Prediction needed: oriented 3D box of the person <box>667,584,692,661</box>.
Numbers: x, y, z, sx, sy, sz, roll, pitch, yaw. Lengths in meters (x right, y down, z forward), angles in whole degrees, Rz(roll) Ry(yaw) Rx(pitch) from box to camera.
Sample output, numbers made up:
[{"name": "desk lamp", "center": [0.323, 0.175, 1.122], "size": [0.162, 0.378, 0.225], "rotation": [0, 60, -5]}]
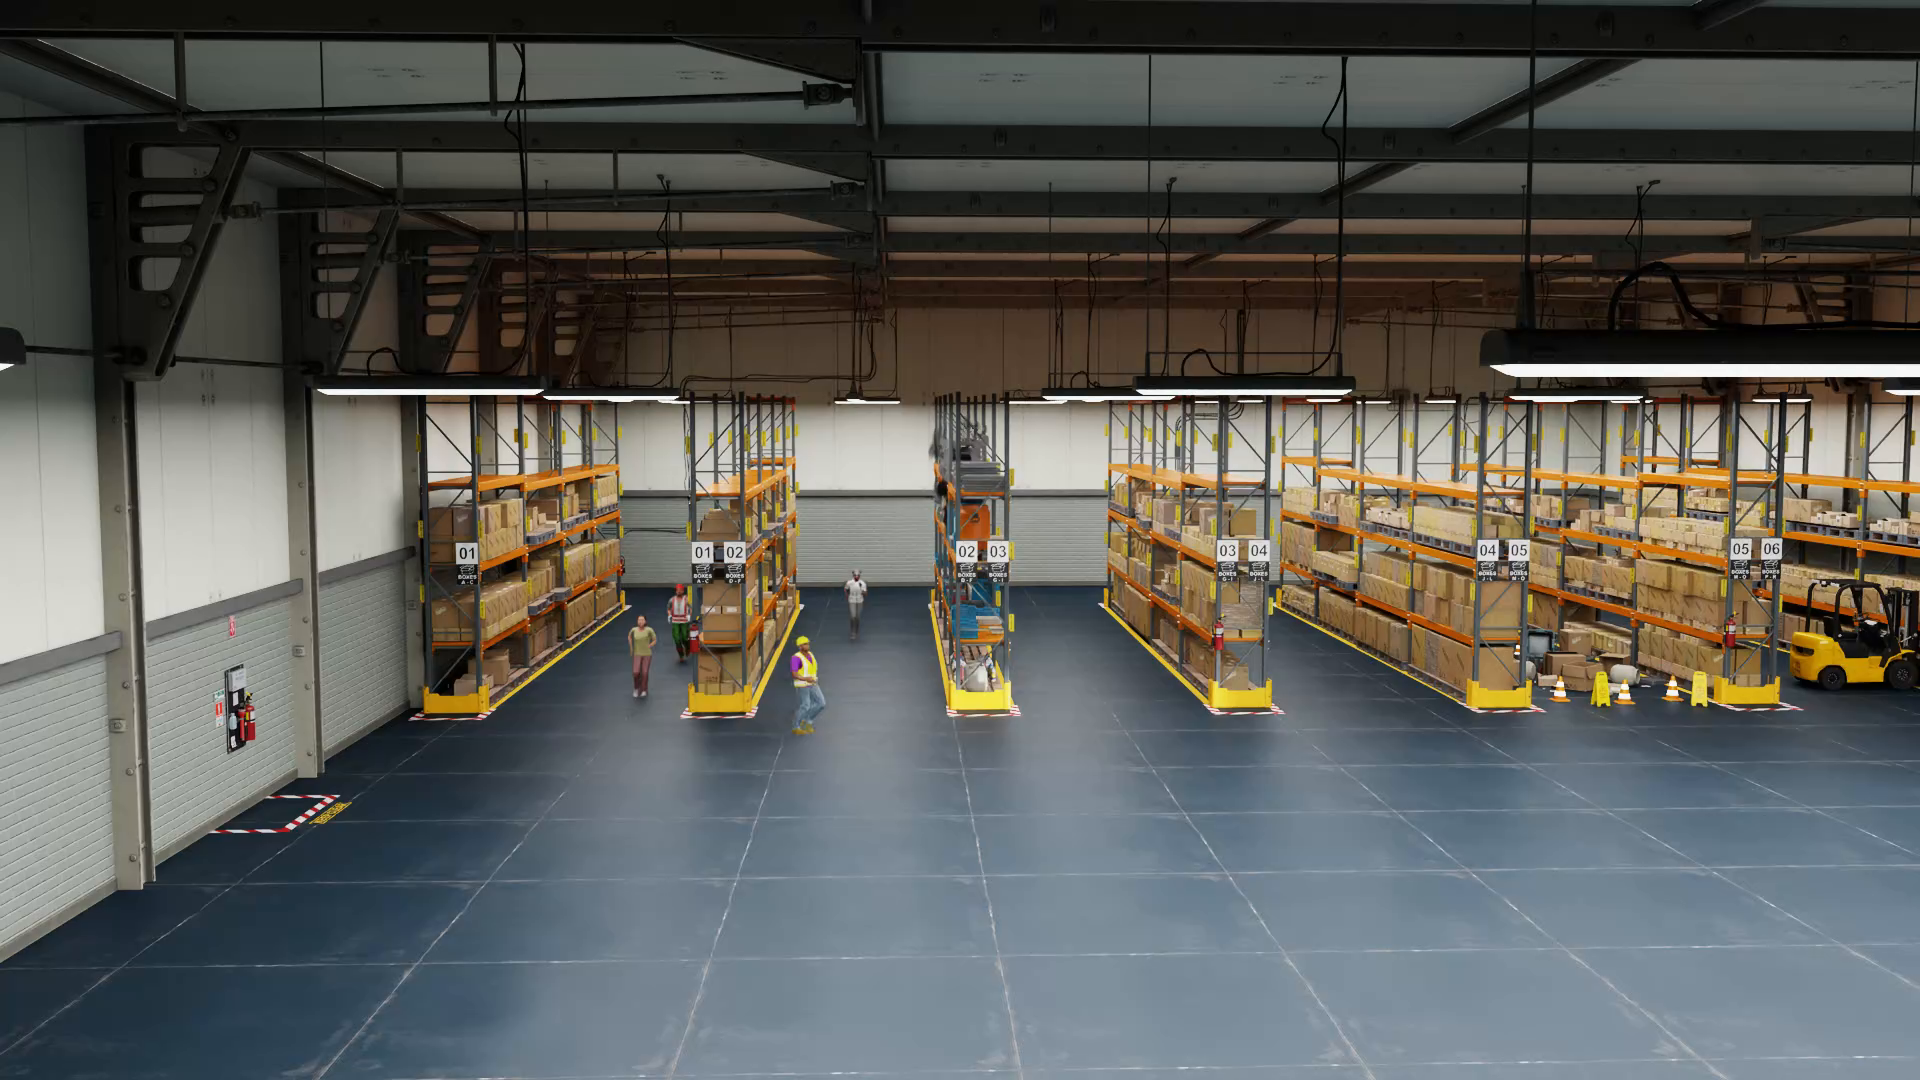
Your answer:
[{"name": "person", "center": [-6.282, 1.857, 37.384], "size": [0.636, 1.741, 0.586], "rotation": [0, 5, 0]}]

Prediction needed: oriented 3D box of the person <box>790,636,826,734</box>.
[{"name": "person", "center": [-2.663, 2.534, 28.987], "size": [0.639, 1.729, 0.712], "rotation": [3, 5, 34]}]

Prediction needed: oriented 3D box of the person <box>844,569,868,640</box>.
[{"name": "person", "center": [-2.568, 1.594, 41.165], "size": [0.555, 1.756, 0.734], "rotation": [-1, 5, -12]}]

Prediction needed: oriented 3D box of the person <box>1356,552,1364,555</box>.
[{"name": "person", "center": [11.408, 1.034, 47.636], "size": [0.694, 1.803, 0.965], "rotation": [-1, 5, -16]}]

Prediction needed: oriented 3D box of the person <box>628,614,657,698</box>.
[{"name": "person", "center": [-6.236, 2.276, 32.657], "size": [0.581, 1.647, 0.615], "rotation": [0, 5, -6]}]
